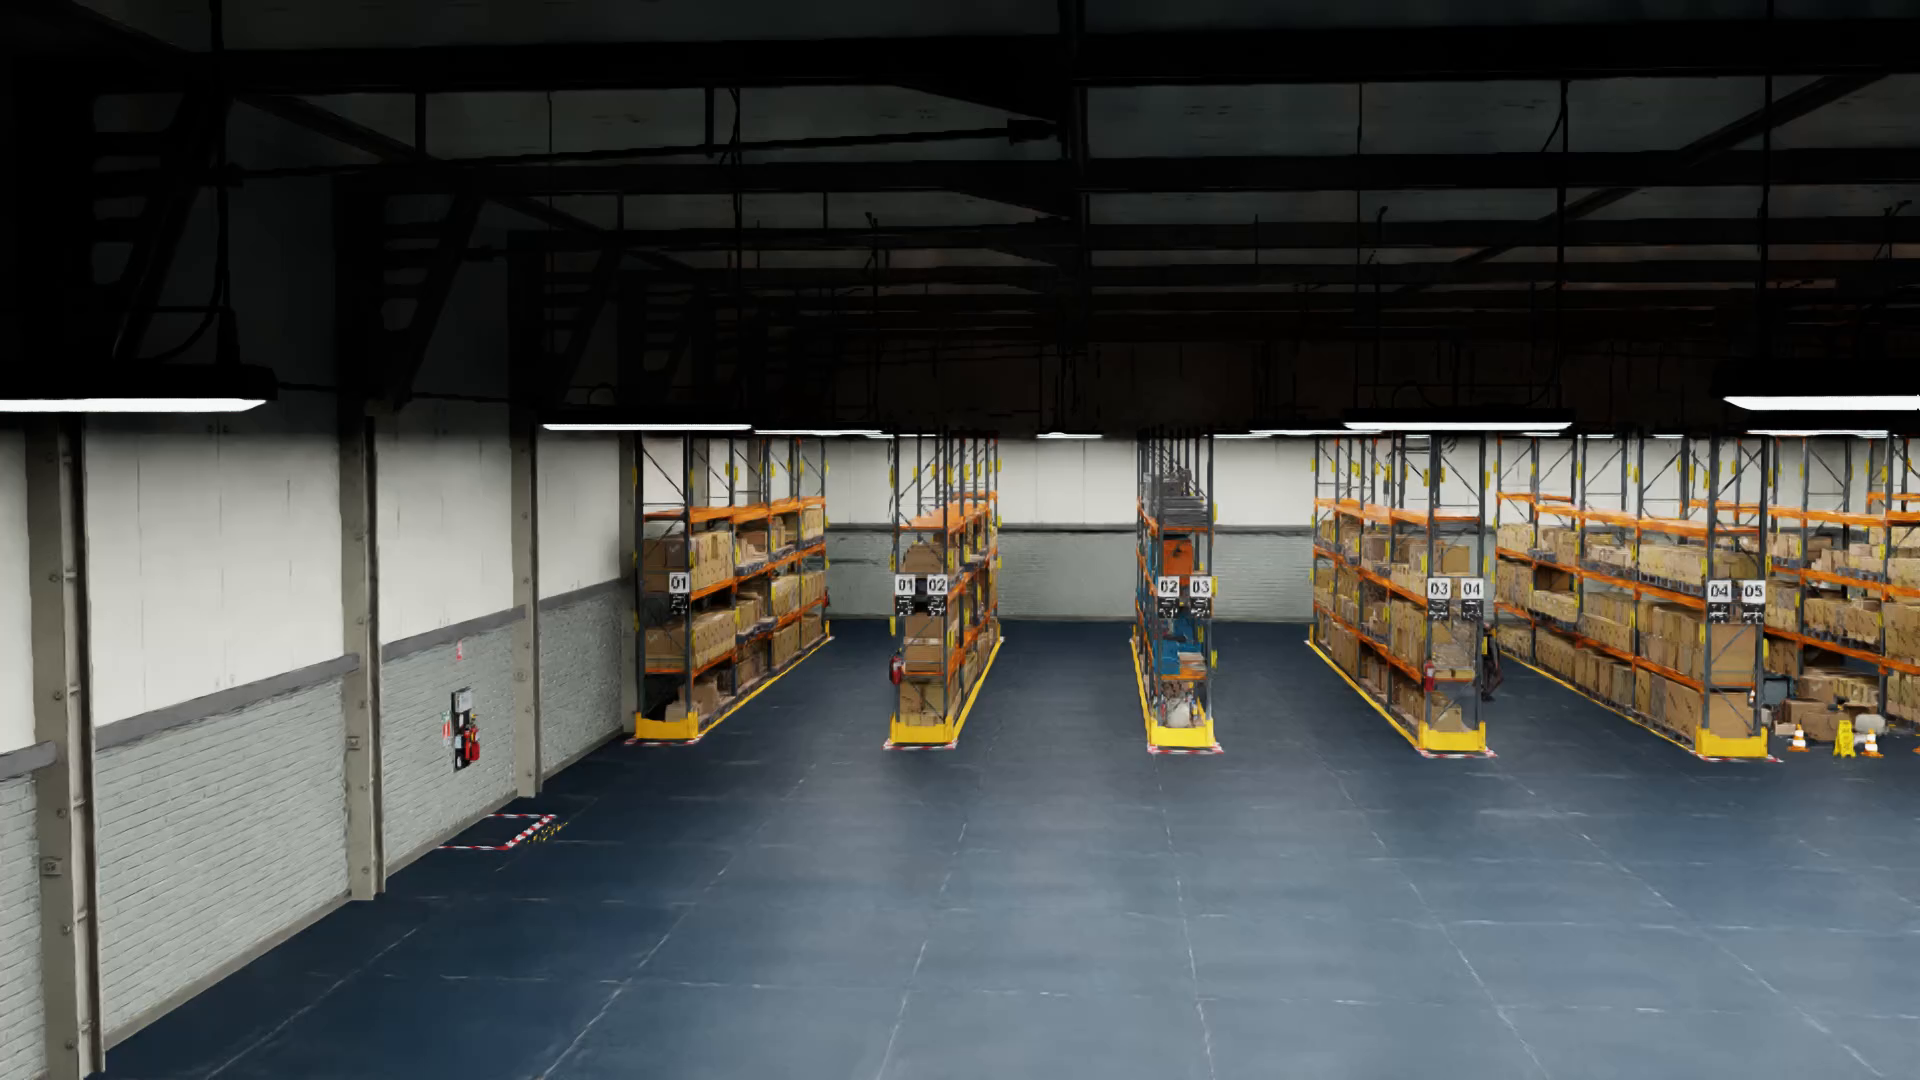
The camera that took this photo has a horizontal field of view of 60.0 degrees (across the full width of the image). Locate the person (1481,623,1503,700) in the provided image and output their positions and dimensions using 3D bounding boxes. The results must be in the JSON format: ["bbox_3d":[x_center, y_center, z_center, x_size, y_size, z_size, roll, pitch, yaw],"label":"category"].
[{"bbox_3d":[11.595,2.669,36.480,0.445,1.718,0.575,-1,4,-22],"label":"person"}]

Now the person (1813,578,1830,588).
[{"bbox_3d":[25.720,1.858,49.710,0.595,1.779,0.564,-3,4,-40],"label":"person"}]
